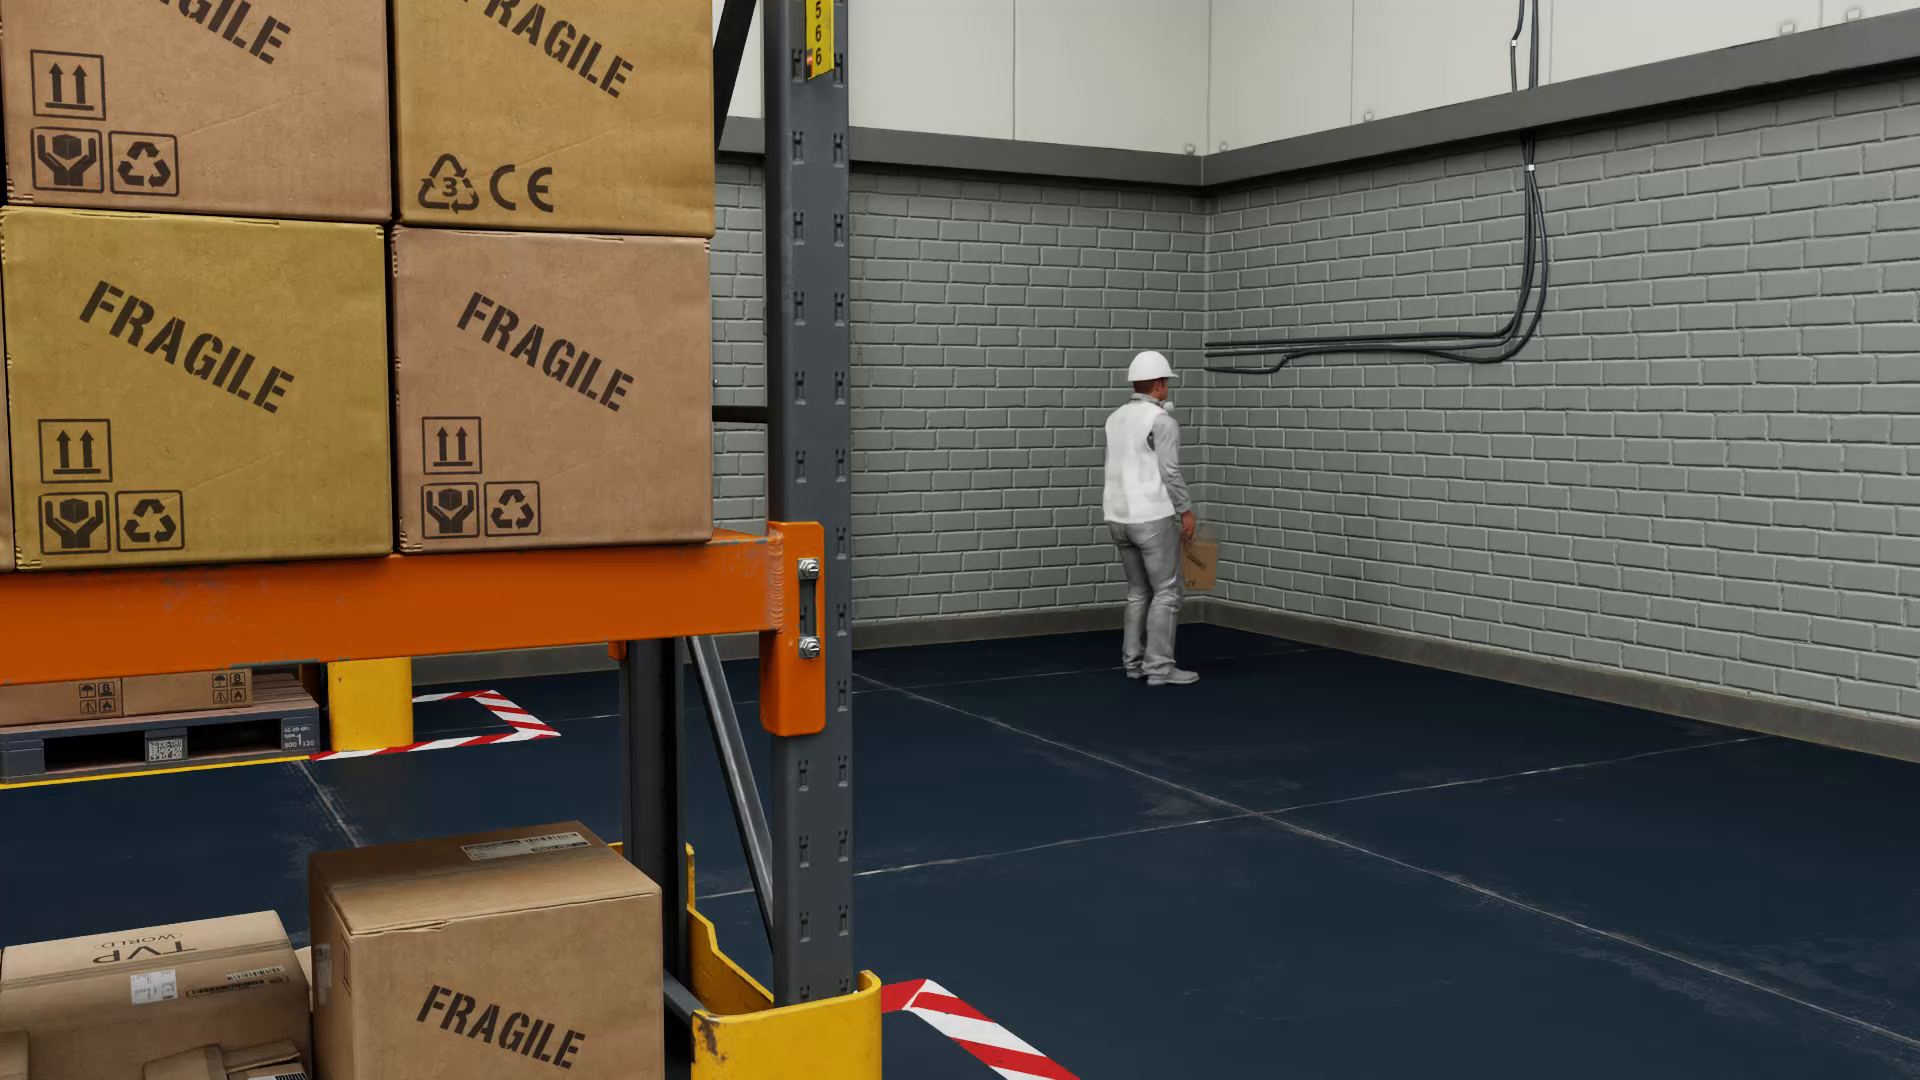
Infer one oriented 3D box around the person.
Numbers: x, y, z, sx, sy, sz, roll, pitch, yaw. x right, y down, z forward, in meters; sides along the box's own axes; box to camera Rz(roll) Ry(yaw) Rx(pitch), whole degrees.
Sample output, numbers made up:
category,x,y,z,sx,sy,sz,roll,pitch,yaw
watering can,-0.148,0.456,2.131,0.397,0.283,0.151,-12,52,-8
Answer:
category,x,y,z,sx,sy,sz,roll,pitch,yaw
person,1.017,-0.124,8.979,0.471,1.777,0.556,-3,6,-30
